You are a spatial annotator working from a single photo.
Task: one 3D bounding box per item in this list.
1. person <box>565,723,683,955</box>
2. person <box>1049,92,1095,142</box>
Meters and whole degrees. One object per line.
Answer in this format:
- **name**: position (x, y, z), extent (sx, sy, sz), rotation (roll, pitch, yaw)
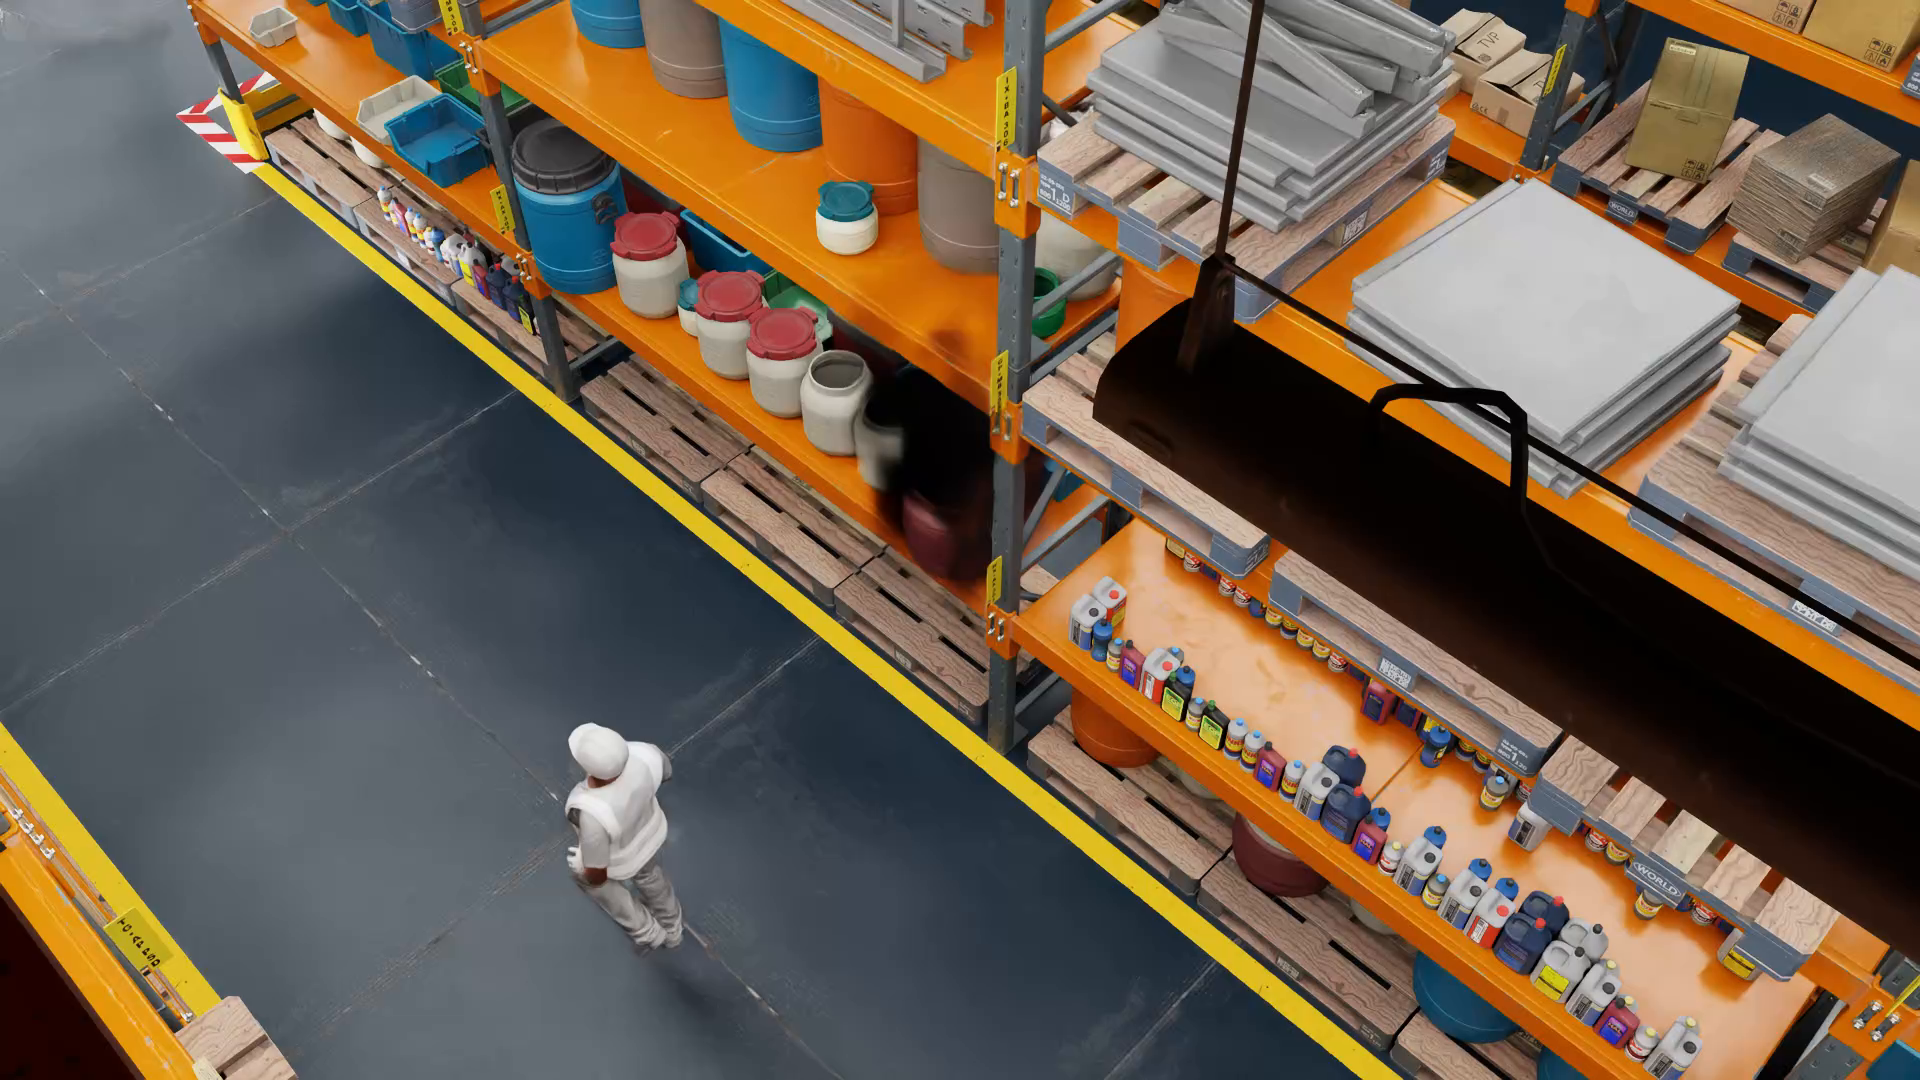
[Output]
- **person**: position (-1.620, 1.372, 7.733), extent (0.591, 1.780, 0.667), rotation (28, 55, 21)
- **person**: position (0.666, -2.302, 10.831), extent (0.875, 1.737, 0.575), rotation (30, 56, 23)
